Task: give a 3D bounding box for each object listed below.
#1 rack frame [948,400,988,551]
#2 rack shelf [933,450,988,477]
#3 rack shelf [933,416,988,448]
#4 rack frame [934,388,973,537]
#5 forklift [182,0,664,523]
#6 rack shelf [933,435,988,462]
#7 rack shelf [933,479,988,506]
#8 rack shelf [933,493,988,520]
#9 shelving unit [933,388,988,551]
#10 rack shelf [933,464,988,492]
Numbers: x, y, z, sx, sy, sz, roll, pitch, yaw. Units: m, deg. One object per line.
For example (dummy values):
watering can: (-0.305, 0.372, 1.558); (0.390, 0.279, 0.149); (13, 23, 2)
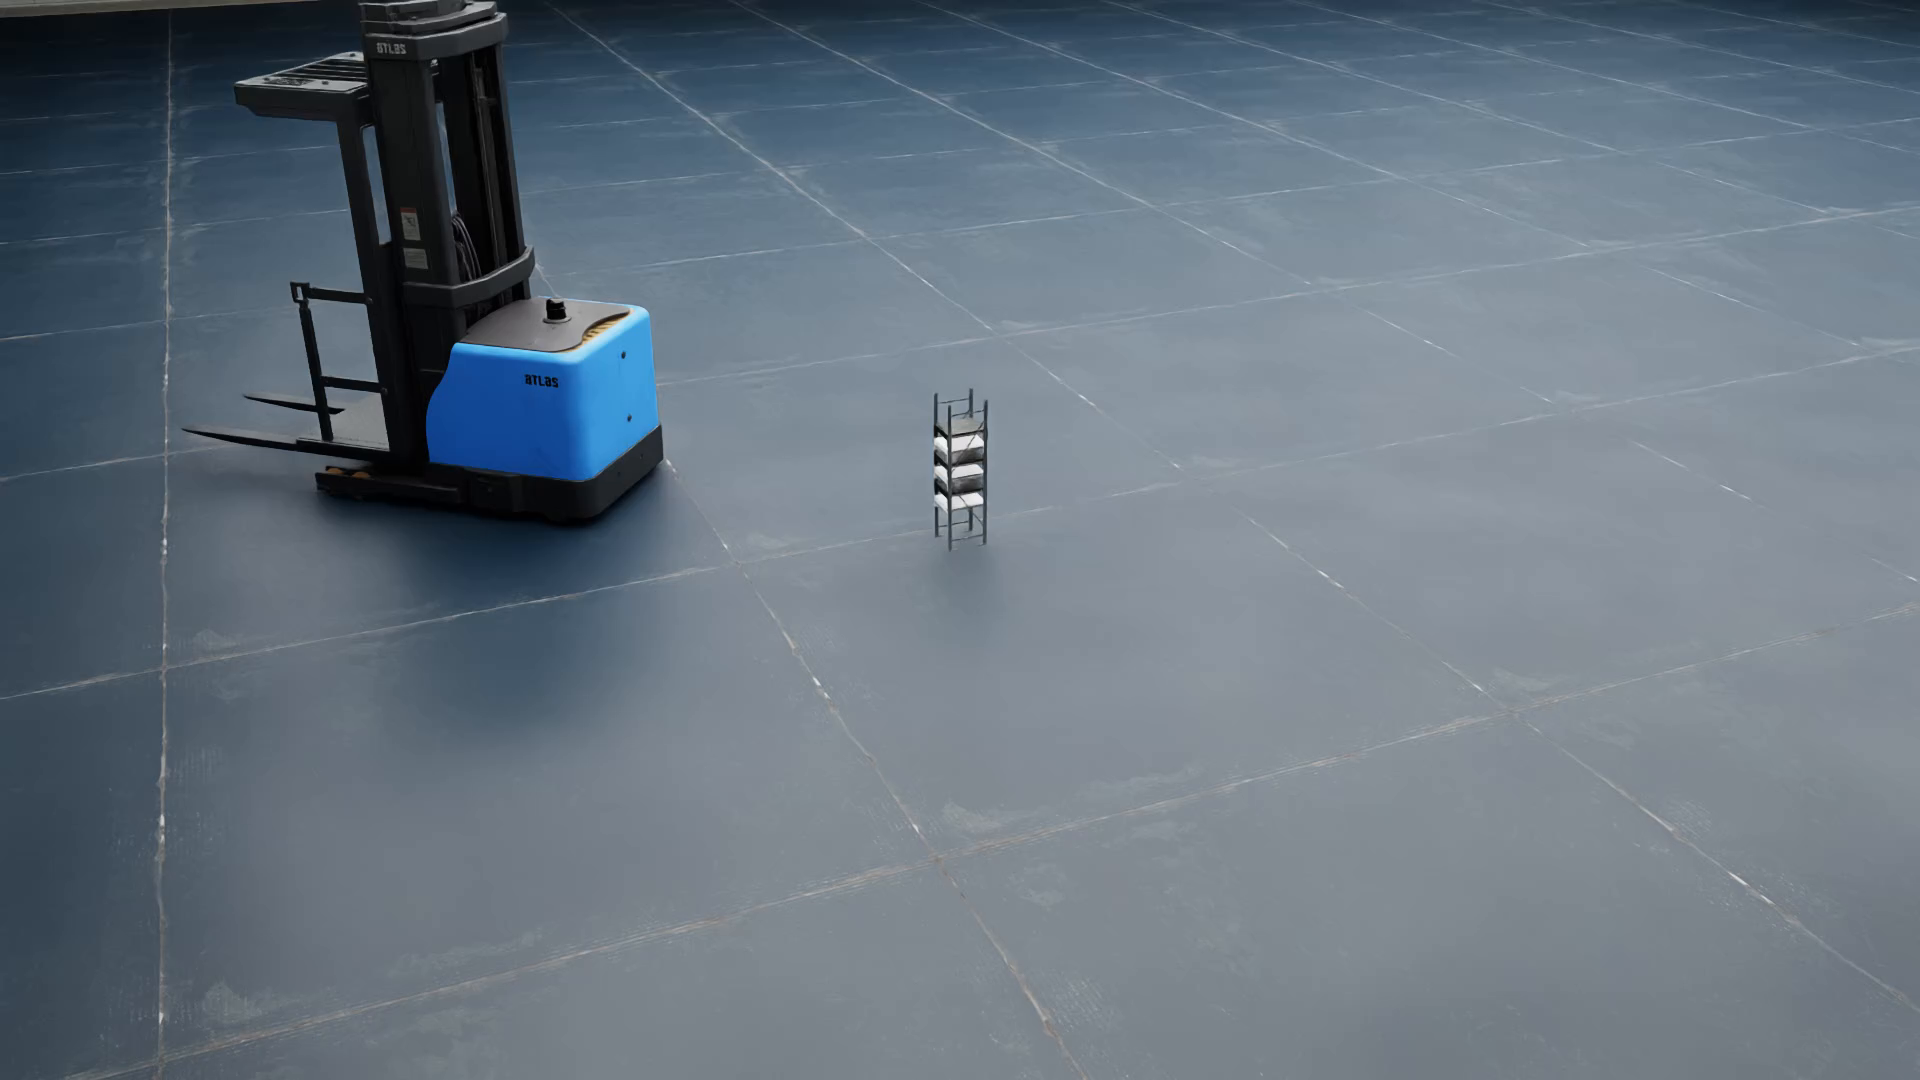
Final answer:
rack frame: (0.043, -0.360, 9.462); (0.240, 0.900, 0.006); (-11, 28, -21)
rack shelf: (0.003, -0.452, 9.521); (0.258, 0.077, 0.200); (-11, 28, -21)
rack shelf: (0.003, -0.614, 9.442); (0.258, 0.077, 0.200); (-11, 28, -21)
rack frame: (-0.037, -0.442, 9.630); (0.240, 0.900, 0.006); (-11, 28, -21)
forklift: (-3.473, -1.781, 10.057); (3.031, 2.935, 1.130); (8, 27, 15)
rack shelf: (0.003, -0.533, 9.481); (0.258, 0.077, 0.200); (-11, 28, -21)
rack shelf: (0.003, -0.290, 9.600); (0.258, 0.077, 0.200); (-11, 28, -21)
rack shelf: (0.003, -0.209, 9.639); (0.258, 0.077, 0.200); (-11, 28, -21)
shelving unit: (0.003, -0.401, 9.546); (0.258, 0.900, 0.210); (-11, 28, -21)
rack shelf: (0.003, -0.371, 9.560); (0.258, 0.077, 0.200); (-11, 28, -21)
